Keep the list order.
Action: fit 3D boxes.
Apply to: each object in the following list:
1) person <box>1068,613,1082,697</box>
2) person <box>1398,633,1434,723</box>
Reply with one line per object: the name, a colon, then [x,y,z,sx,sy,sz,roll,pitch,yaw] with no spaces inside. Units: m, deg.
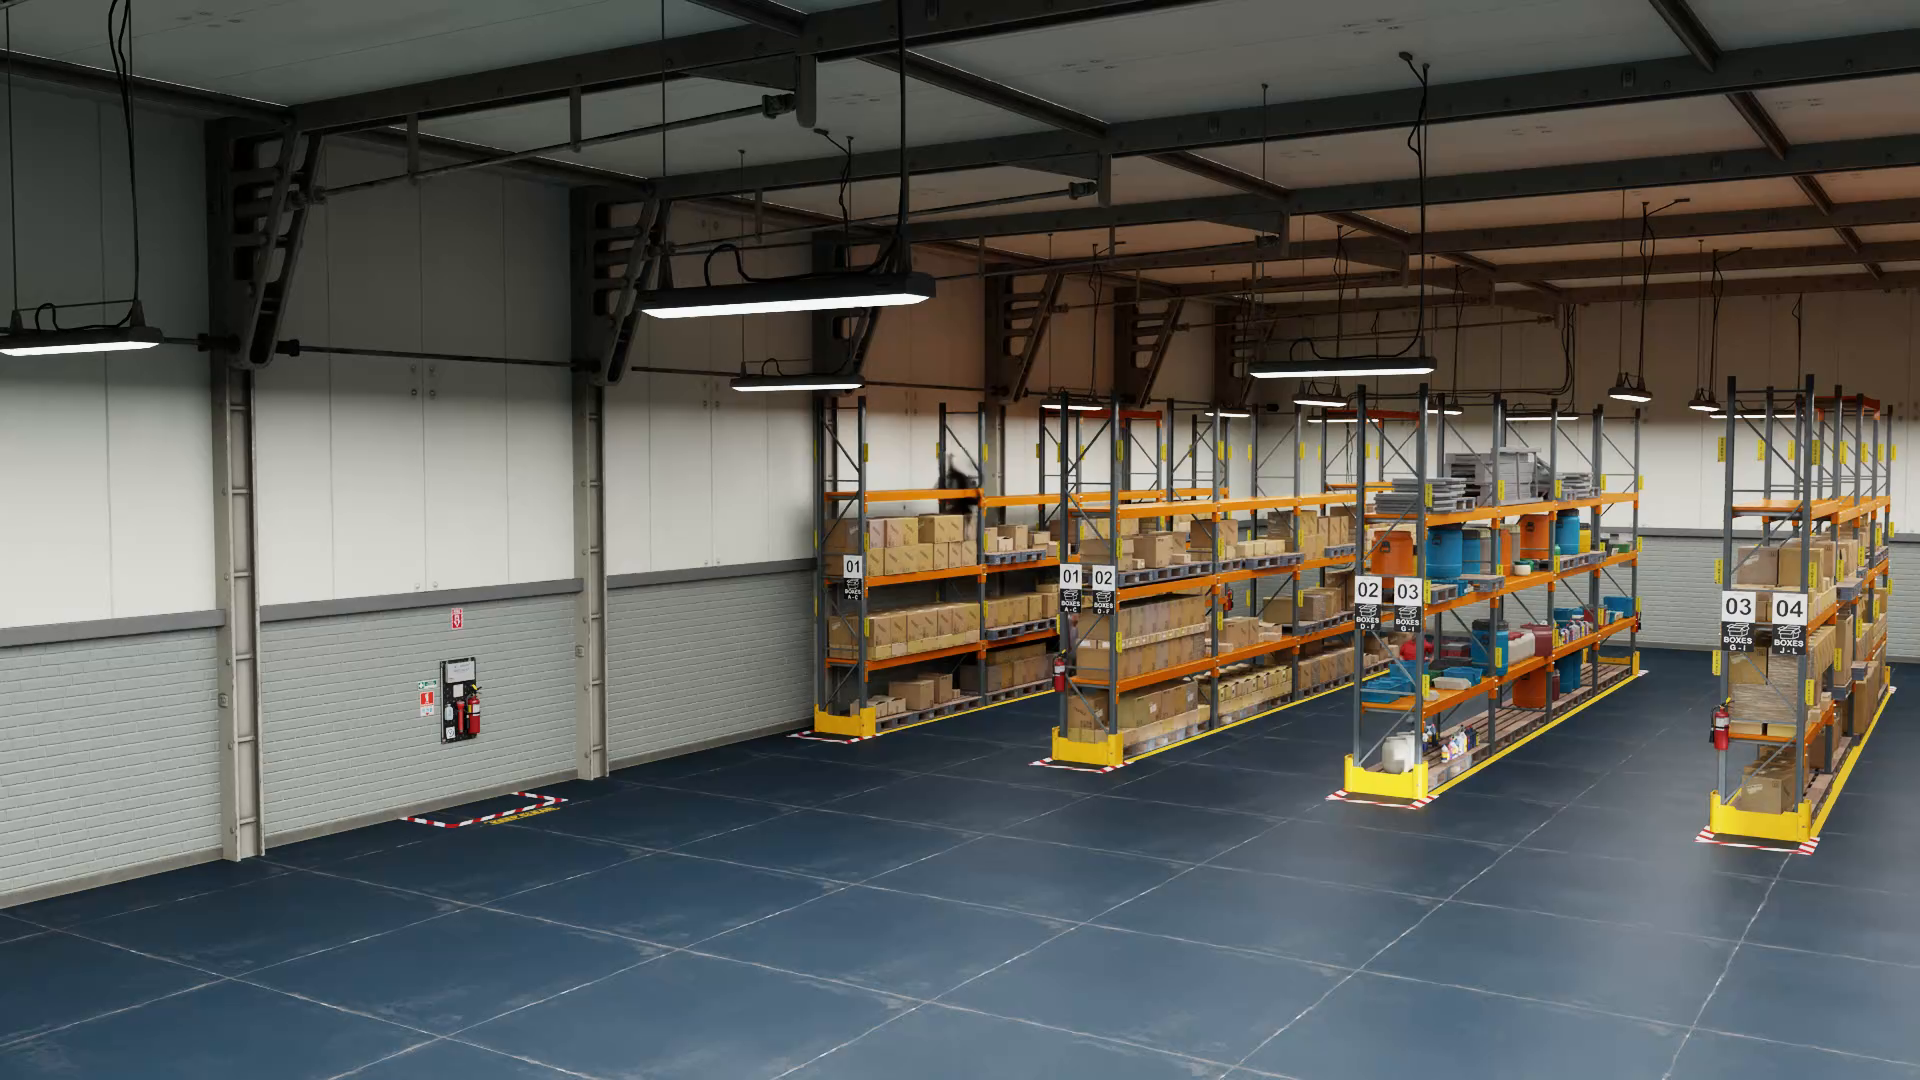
person: [2.176,2.205,31.327,0.722,1.746,0.628,1,3,23]
person: [8.538,2.517,31.178,0.675,1.734,0.957,2,4,36]
